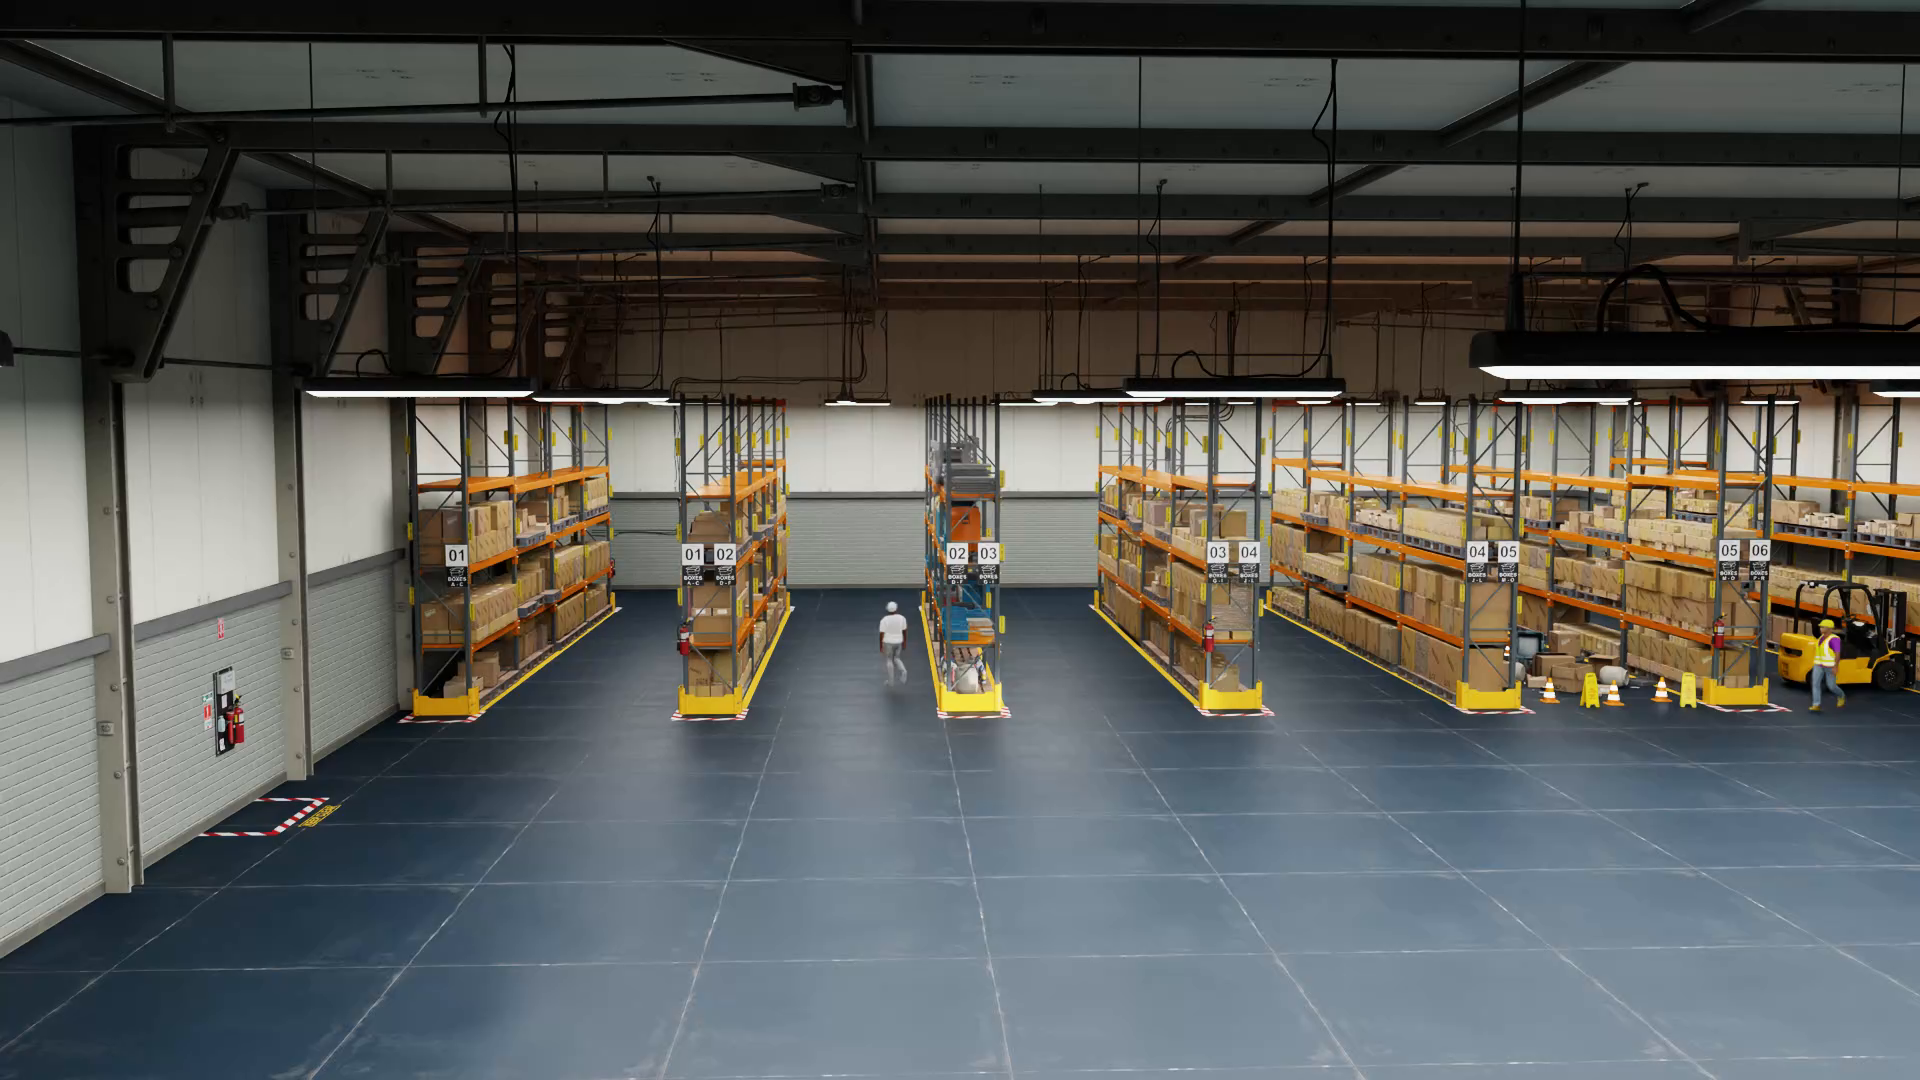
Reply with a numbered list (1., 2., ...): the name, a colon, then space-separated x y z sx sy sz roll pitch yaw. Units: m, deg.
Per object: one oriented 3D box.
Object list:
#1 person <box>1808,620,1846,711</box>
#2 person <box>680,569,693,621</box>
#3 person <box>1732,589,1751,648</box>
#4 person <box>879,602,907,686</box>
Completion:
1. person: 16.454 2.370 31.481 0.855 1.737 0.573 -3 6 -37
2. person: -7.344 1.332 45.111 0.500 1.690 0.490 1 5 14
3. person: 17.194 1.966 36.722 0.498 1.809 0.607 3 5 30
4. person: -1.367 2.127 34.161 0.594 1.733 0.594 -3 6 -37
